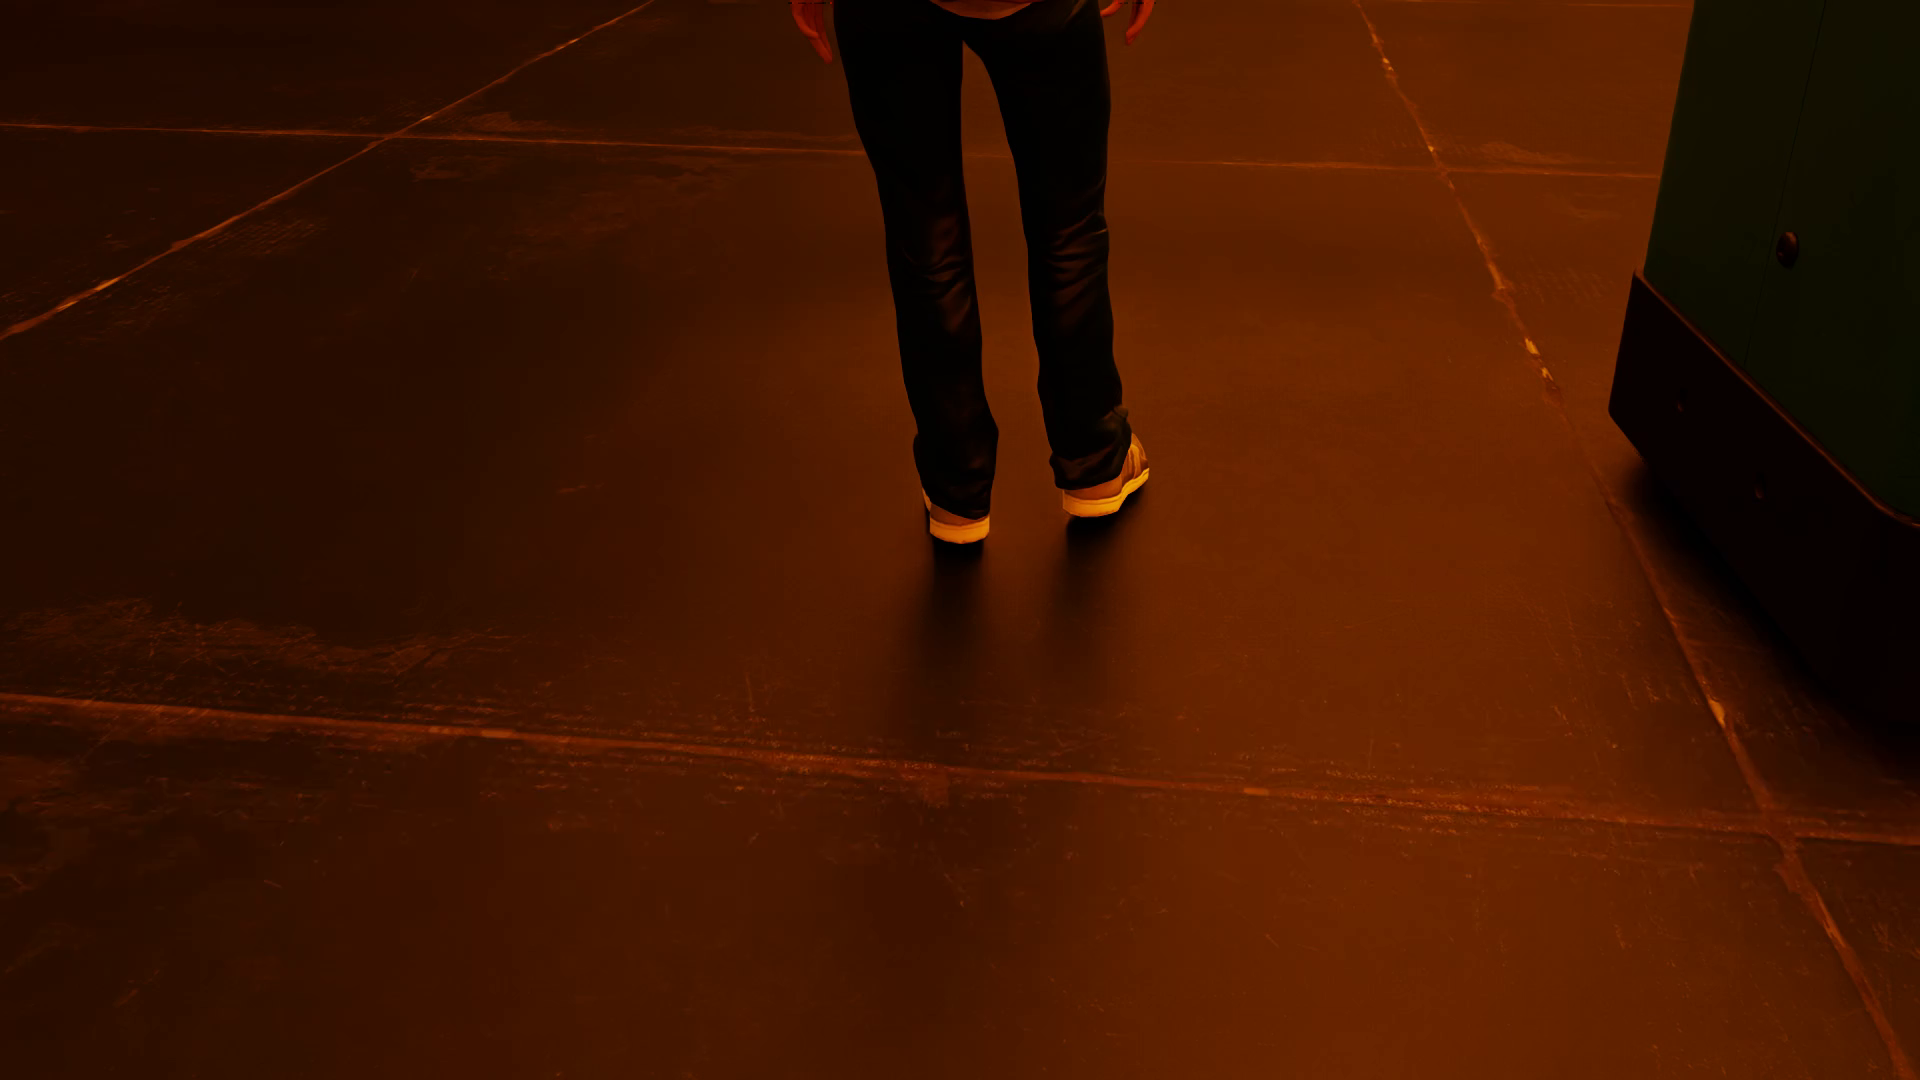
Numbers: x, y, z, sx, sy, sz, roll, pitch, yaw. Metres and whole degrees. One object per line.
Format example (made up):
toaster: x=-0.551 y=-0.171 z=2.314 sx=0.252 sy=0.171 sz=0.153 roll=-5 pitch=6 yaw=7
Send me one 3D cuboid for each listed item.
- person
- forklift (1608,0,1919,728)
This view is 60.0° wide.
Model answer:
person: x=0.023 y=-0.753 z=2.205 sx=0.521 sy=1.599 sz=0.473 roll=3 pitch=27 yaw=7
forklift: x=2.568 y=-1.231 z=1.685 sx=3.031 sy=2.935 sz=1.130 roll=1 pitch=27 yaw=2
